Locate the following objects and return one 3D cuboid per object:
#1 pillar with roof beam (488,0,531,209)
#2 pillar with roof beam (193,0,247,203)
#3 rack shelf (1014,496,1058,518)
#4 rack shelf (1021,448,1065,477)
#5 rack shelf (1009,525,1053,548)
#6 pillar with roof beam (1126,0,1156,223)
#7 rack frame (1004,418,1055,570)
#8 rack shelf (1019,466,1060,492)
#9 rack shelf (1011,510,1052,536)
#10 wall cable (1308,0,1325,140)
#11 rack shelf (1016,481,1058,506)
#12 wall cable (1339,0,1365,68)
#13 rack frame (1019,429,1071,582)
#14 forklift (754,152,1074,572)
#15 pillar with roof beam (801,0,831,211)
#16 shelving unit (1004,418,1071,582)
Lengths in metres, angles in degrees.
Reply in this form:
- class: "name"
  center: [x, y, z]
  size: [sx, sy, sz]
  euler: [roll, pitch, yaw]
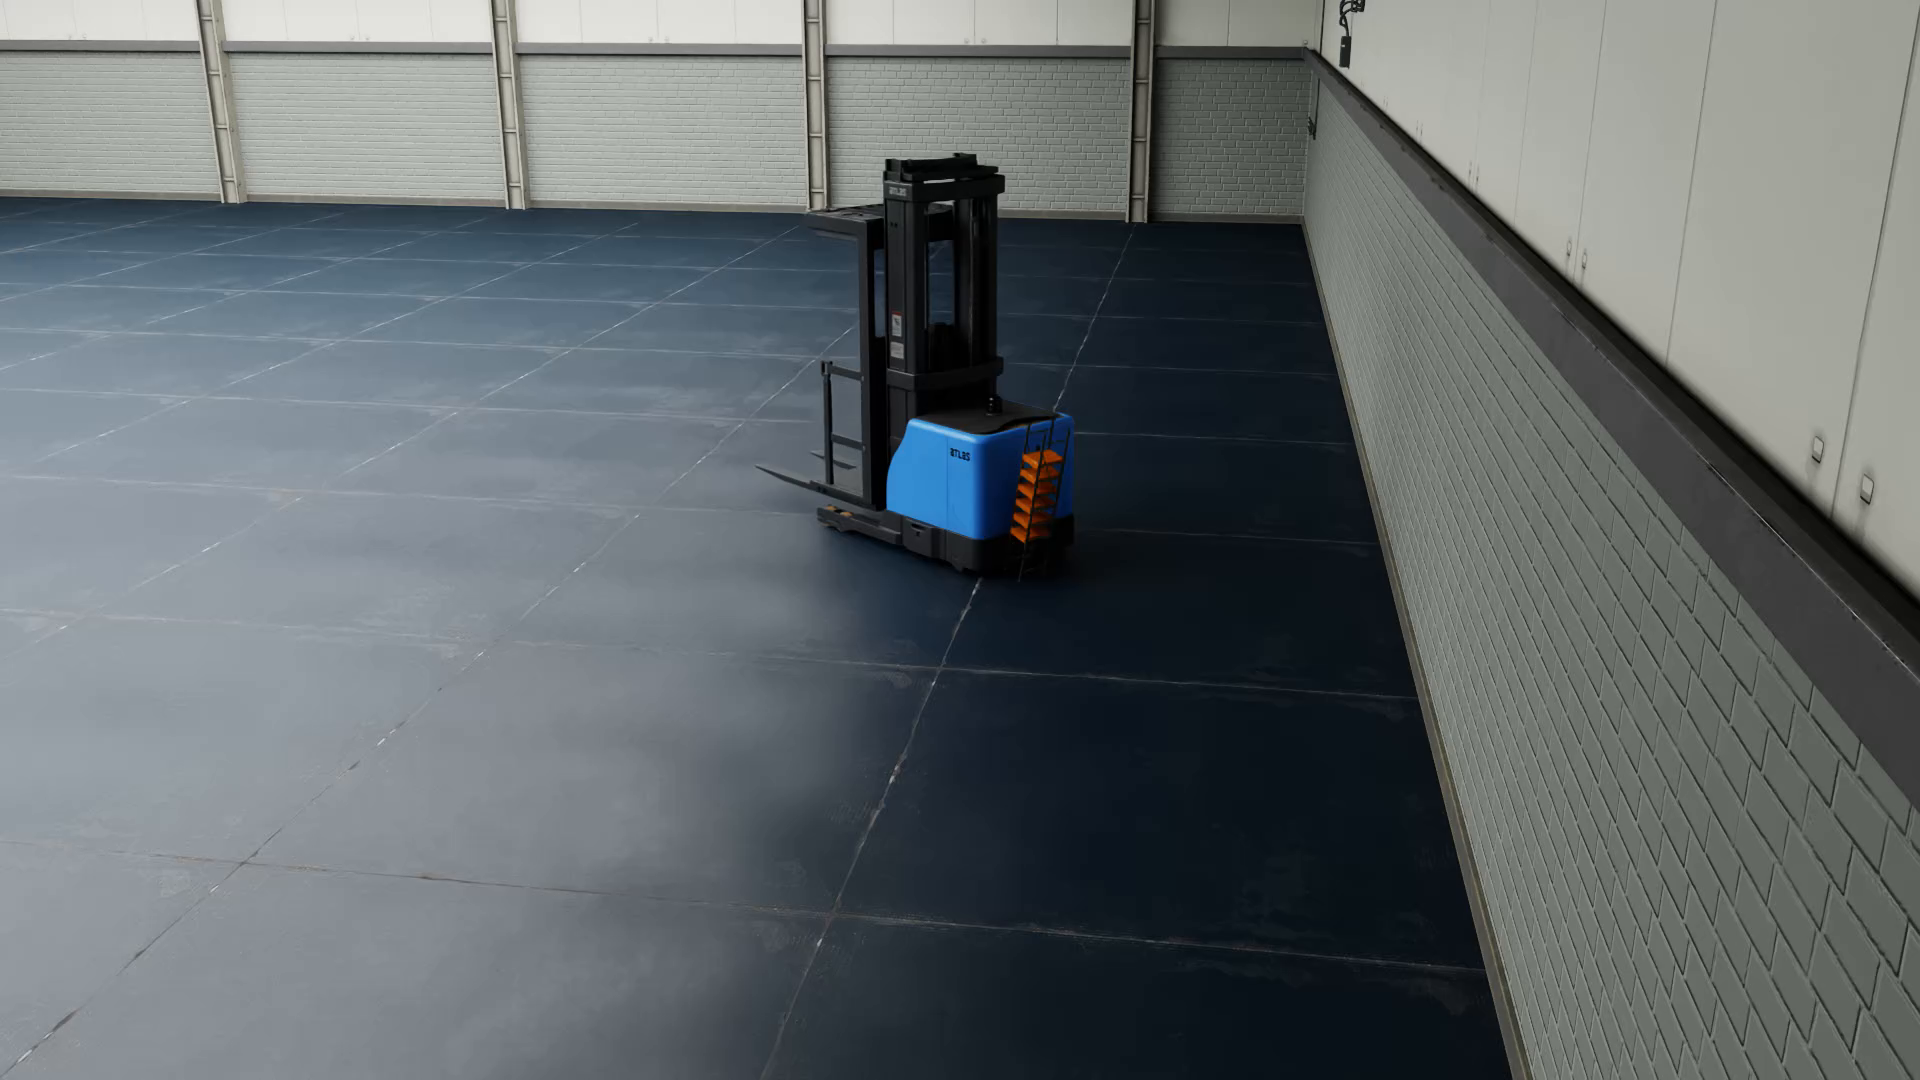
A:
- class: "pillar with roof beam"
  center: [-9.277, -9.383, 26.932]
  size: [0.400, 9.000, 9.100]
  euler: [3, 19, 9]
- class: "pillar with roof beam"
  center: [-15.201, -9.685, 27.834]
  size: [0.400, 9.000, 9.100]
  euler: [3, 19, 9]
- class: "rack shelf"
  center: [0.547, -0.242, 12.017]
  size: [0.258, 0.103, 0.180]
  euler: [-13, 35, -34]
- class: "rack shelf"
  center: [0.593, -0.555, 11.845]
  size: [0.258, 0.103, 0.180]
  euler: [-13, 35, -34]
- class: "rack shelf"
  center: [0.516, -0.033, 12.132]
  size: [0.258, 0.103, 0.180]
  euler: [-13, 35, -34]
- class: "pillar with roof beam"
  center: [2.571, -8.779, 25.127]
  size: [0.400, 9.000, 9.100]
  euler: [3, 19, 9]
- class: "rack frame"
  center: [0.500, -0.322, 12.058]
  size: [0.240, 1.200, 0.006]
  euler: [-13, 35, -34]
- class: "rack shelf"
  center: [0.577, -0.450, 11.902]
  size: [0.258, 0.103, 0.180]
  euler: [-13, 35, -34]
- class: "rack shelf"
  center: [0.531, -0.137, 12.074]
  size: [0.258, 0.103, 0.180]
  euler: [-13, 35, -34]
- class: "wall cable"
  center: [5.953, -8.093, 27.969]
  size: [0.112, 2.526, 3.097]
  euler: [3, 19, 9]
- class: "rack shelf"
  center: [0.562, -0.346, 11.960]
  size: [0.258, 0.103, 0.180]
  euler: [-13, 35, -34]
- class: "wall cable"
  center: [4.432, -8.205, 18.050]
  size: [0.169, 6.003, 2.305]
  euler: [3, 19, 9]
- class: "rack frame"
  center: [0.605, -0.238, 11.933]
  size: [0.240, 1.200, 0.006]
  euler: [-13, 35, -34]
- class: "forklift"
  center: [-0.498, -1.546, 13.070]
  size: [1.130, 2.935, 3.031]
  euler: [-16, 25, -40]
- class: "pillar with roof beam"
  center: [-3.353, -9.081, 26.029]
  size: [0.400, 9.000, 9.100]
  euler: [3, 19, 9]
- class: "shelving unit"
  center: [0.552, -0.280, 11.996]
  size: [0.258, 1.200, 0.189]
  euler: [-13, 35, -34]
